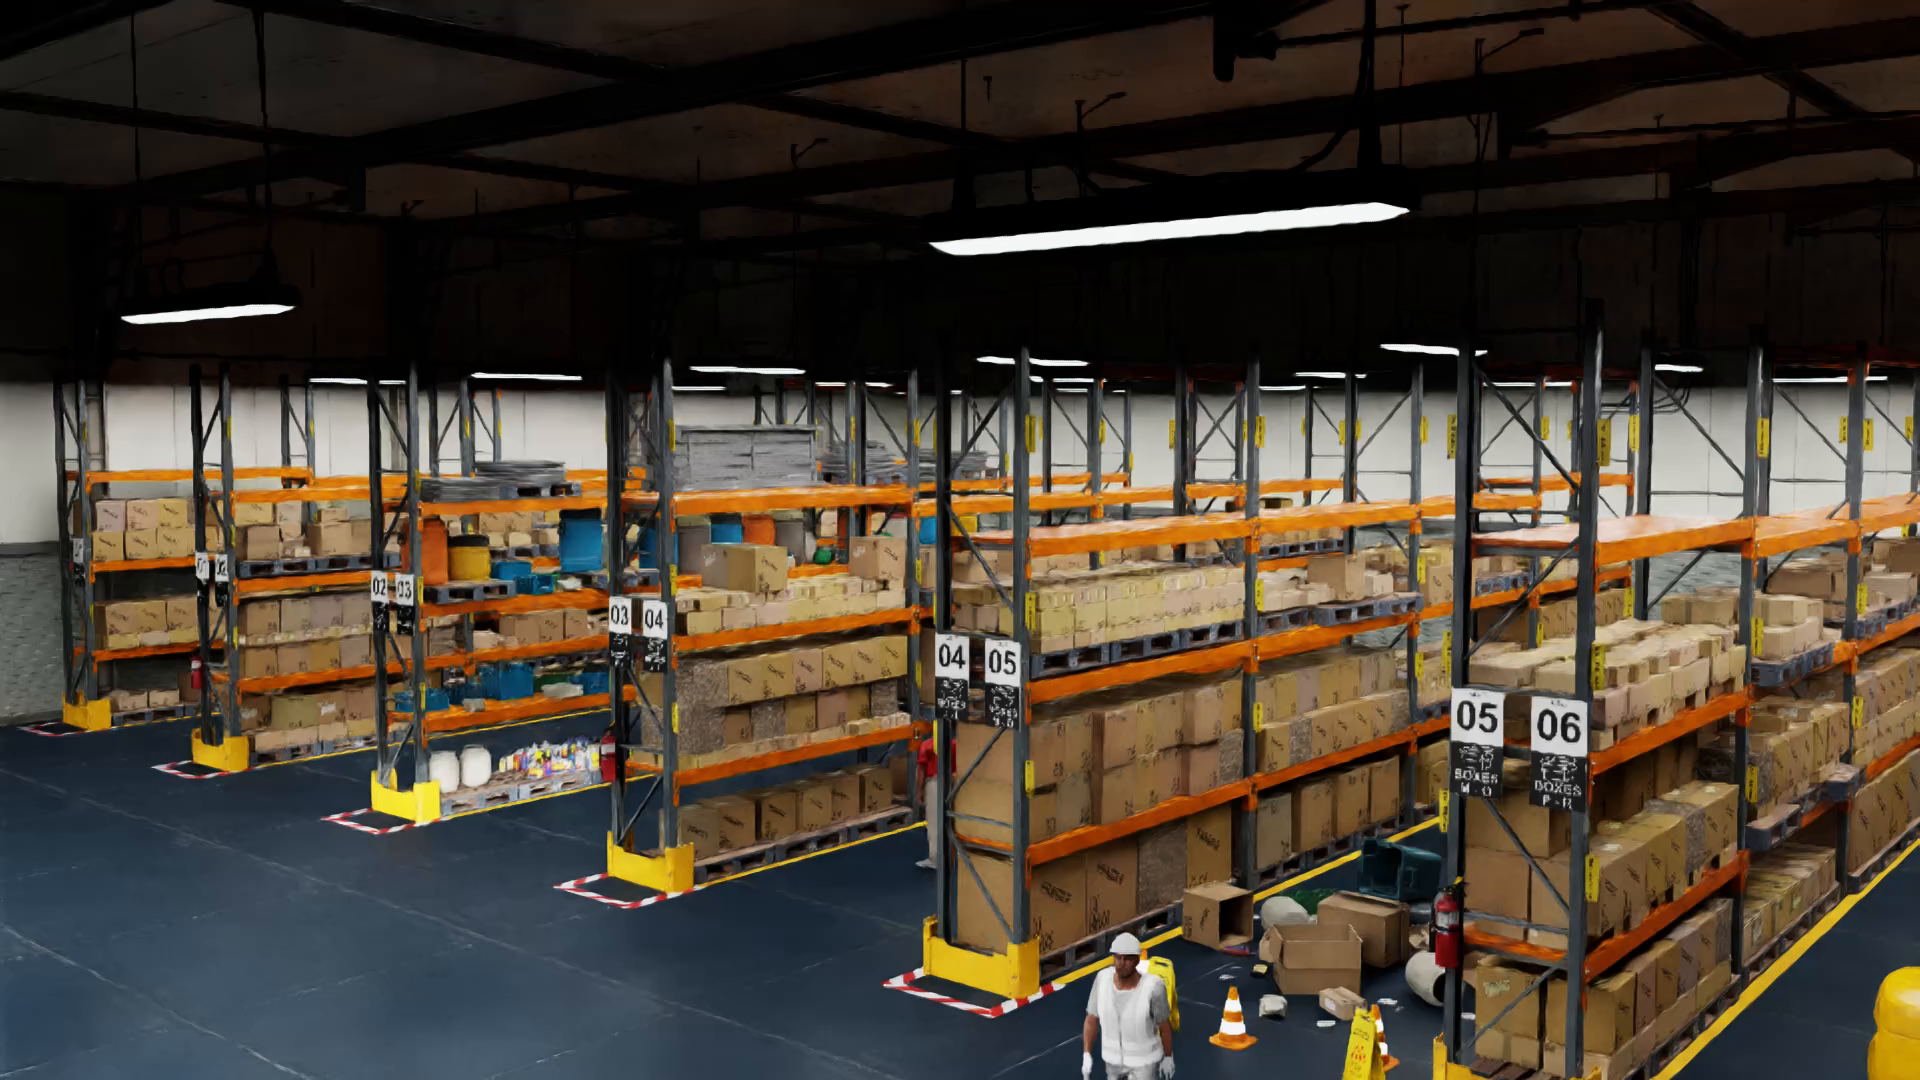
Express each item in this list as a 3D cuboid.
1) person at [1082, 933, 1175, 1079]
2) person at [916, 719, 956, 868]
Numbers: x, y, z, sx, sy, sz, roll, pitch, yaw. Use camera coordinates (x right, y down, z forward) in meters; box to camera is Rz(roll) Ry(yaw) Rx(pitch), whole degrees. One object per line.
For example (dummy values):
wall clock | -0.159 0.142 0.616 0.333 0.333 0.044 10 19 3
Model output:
person | 1.111 3.486 11.171 0.554 1.724 1.031 3 5 32
person | -0.221 2.895 19.315 0.654 1.723 0.586 -1 4 -19
